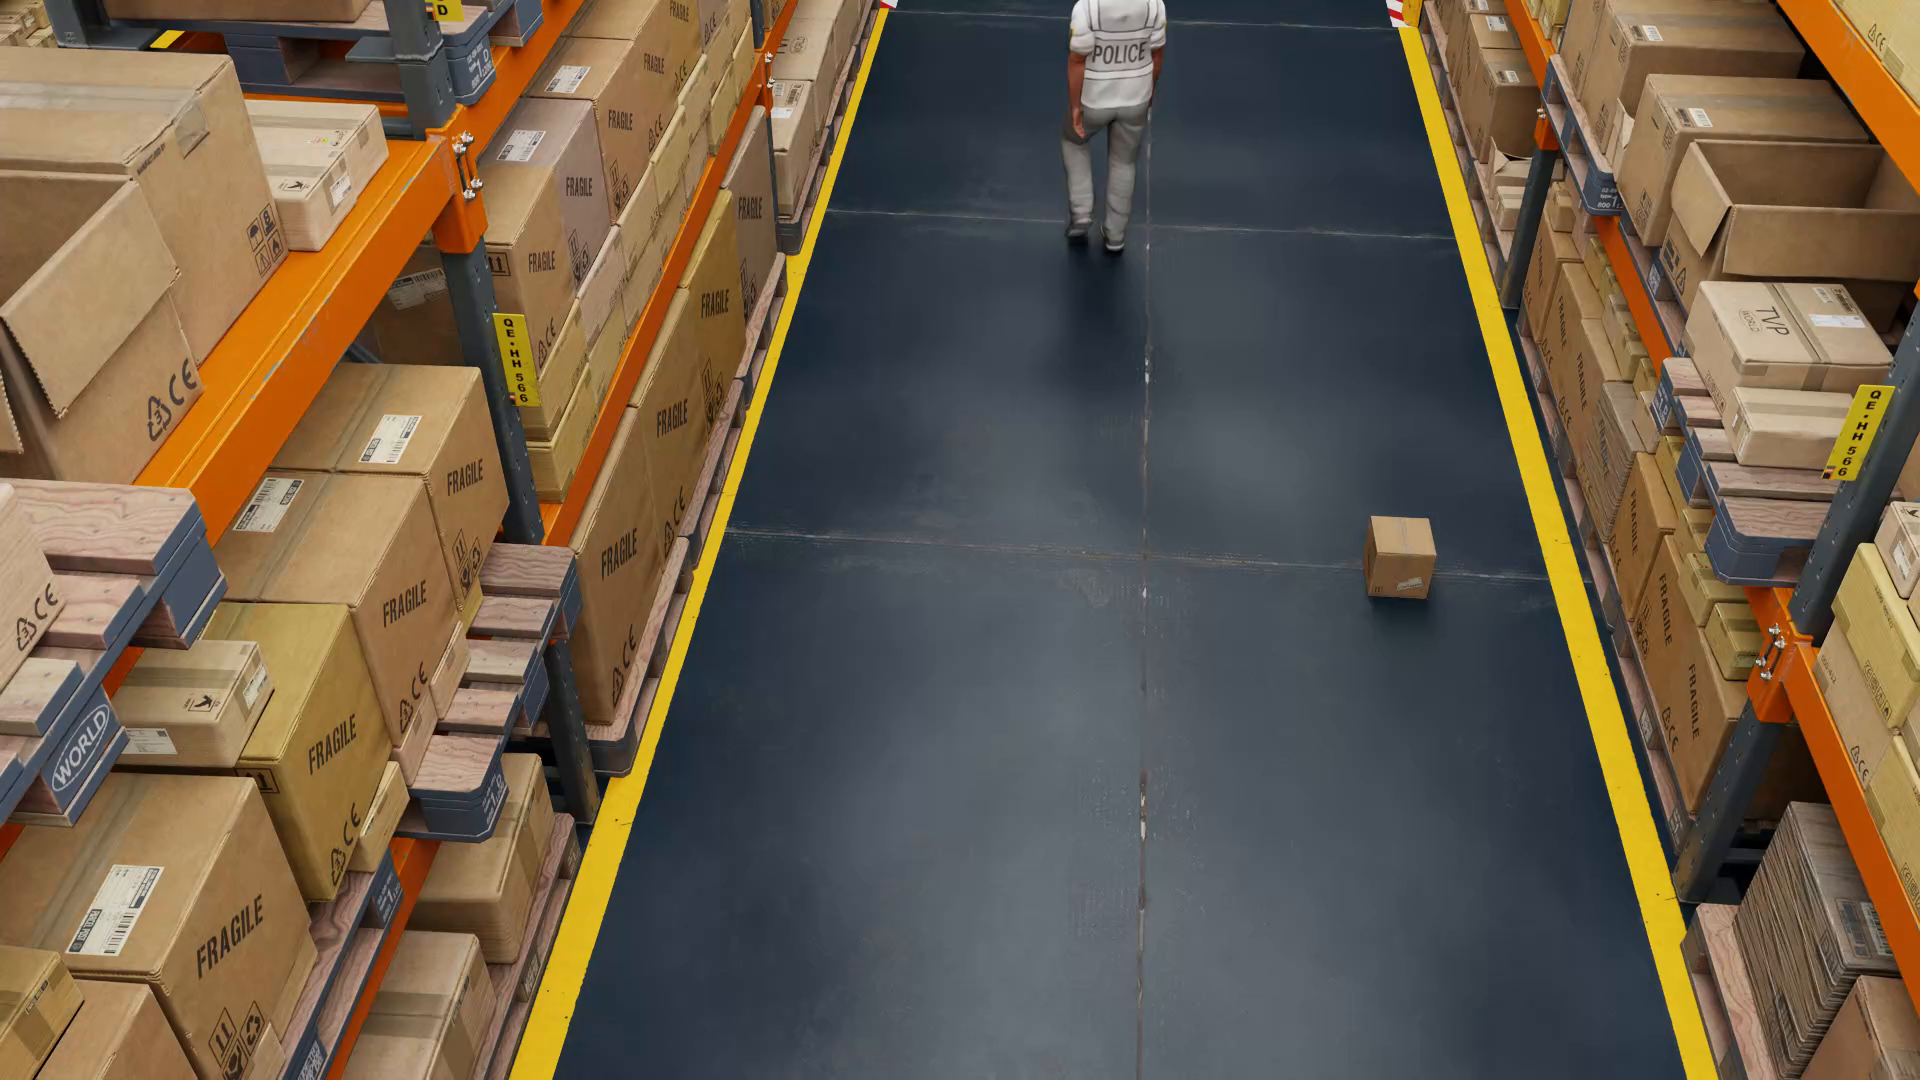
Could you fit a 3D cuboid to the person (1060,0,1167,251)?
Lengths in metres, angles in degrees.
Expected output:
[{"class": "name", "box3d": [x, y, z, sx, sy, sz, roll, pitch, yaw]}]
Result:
[{"class": "person", "box3d": [0.817, -2.418, 9.043, 0.535, 1.824, 0.477, -4, 40, -5]}]
